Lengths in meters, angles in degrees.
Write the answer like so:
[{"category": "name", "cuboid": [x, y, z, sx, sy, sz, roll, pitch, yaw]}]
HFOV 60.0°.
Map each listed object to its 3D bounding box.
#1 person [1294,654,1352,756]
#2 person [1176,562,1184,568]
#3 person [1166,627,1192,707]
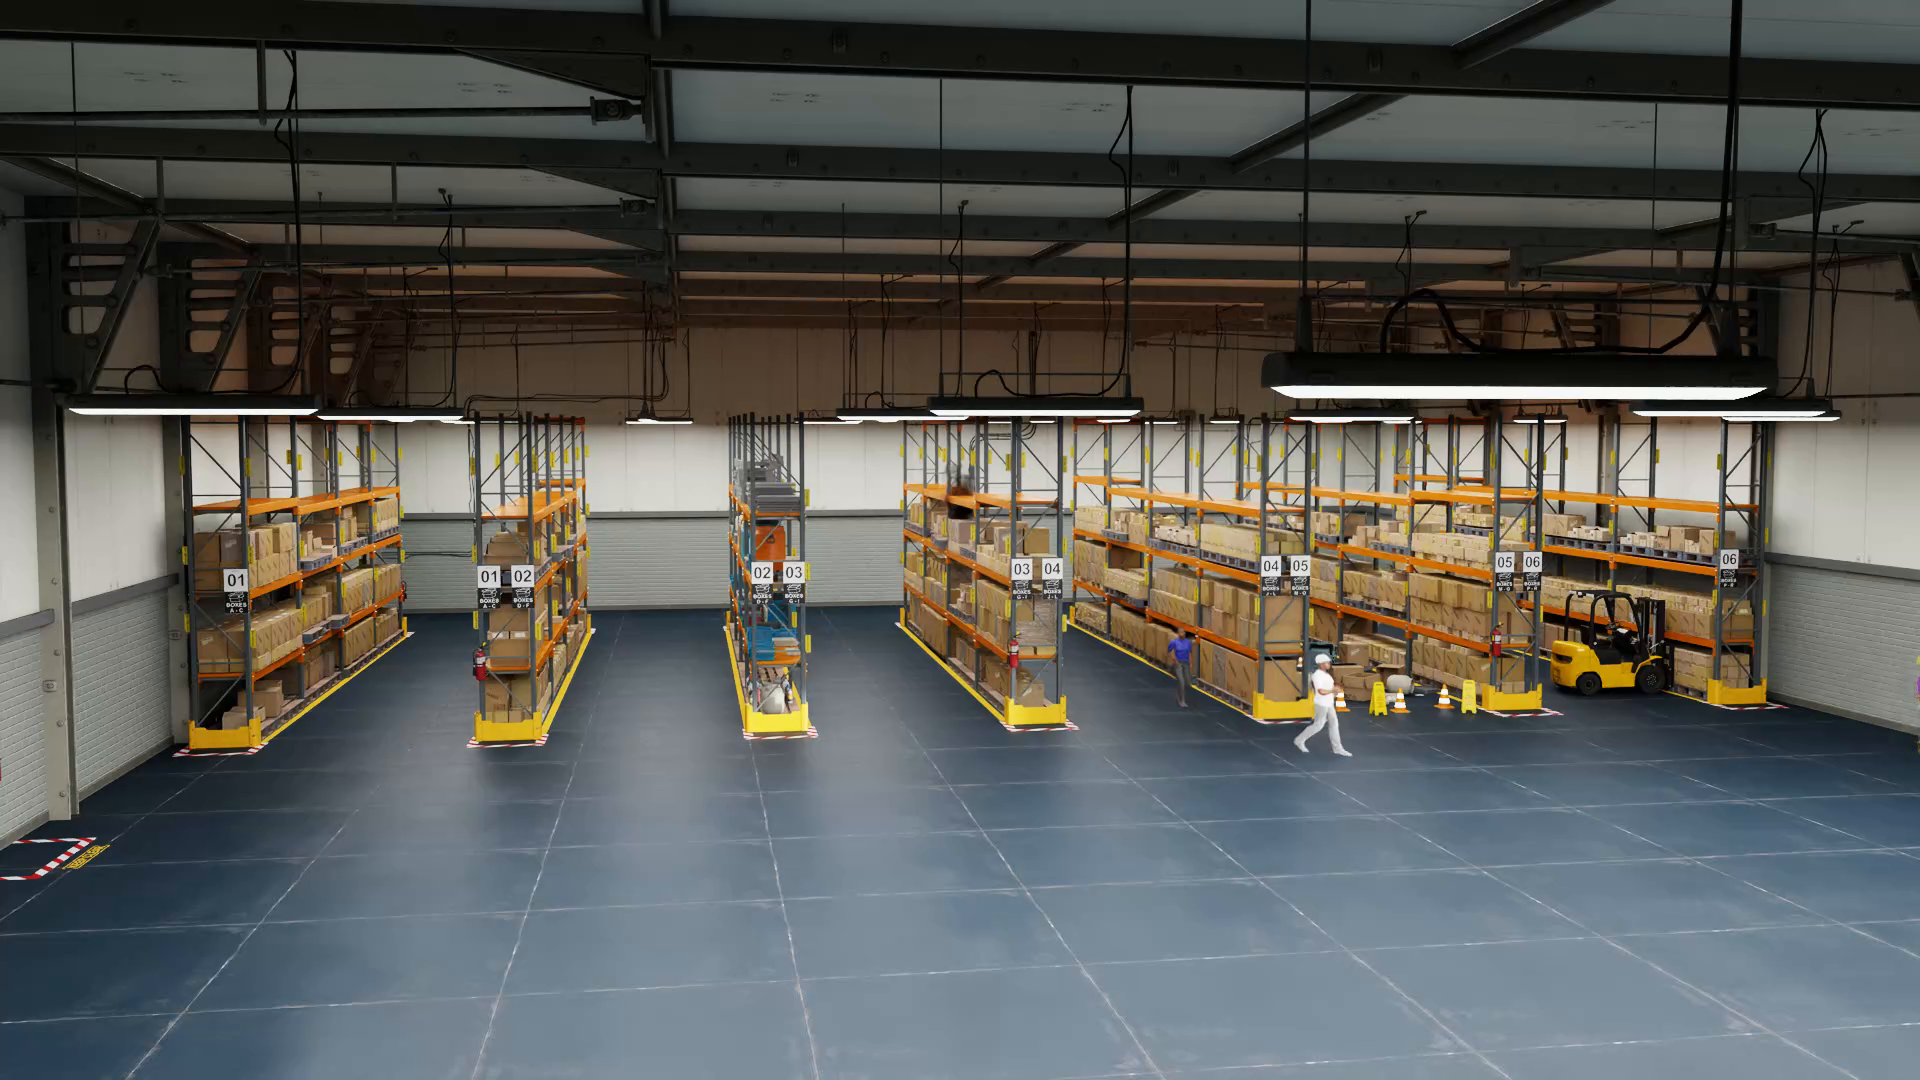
[{"category": "person", "cuboid": [6.295, 2.852, 28.811, 0.980, 1.758, 0.697, 2, 4, 25]}, {"category": "person", "cuboid": [6.719, 1.491, 50.444, 0.793, 1.634, 0.635, -1, 4, -12]}, {"category": "person", "cuboid": [4.511, 2.596, 34.172, 0.587, 1.615, 0.601, -1, 4, -17]}]
